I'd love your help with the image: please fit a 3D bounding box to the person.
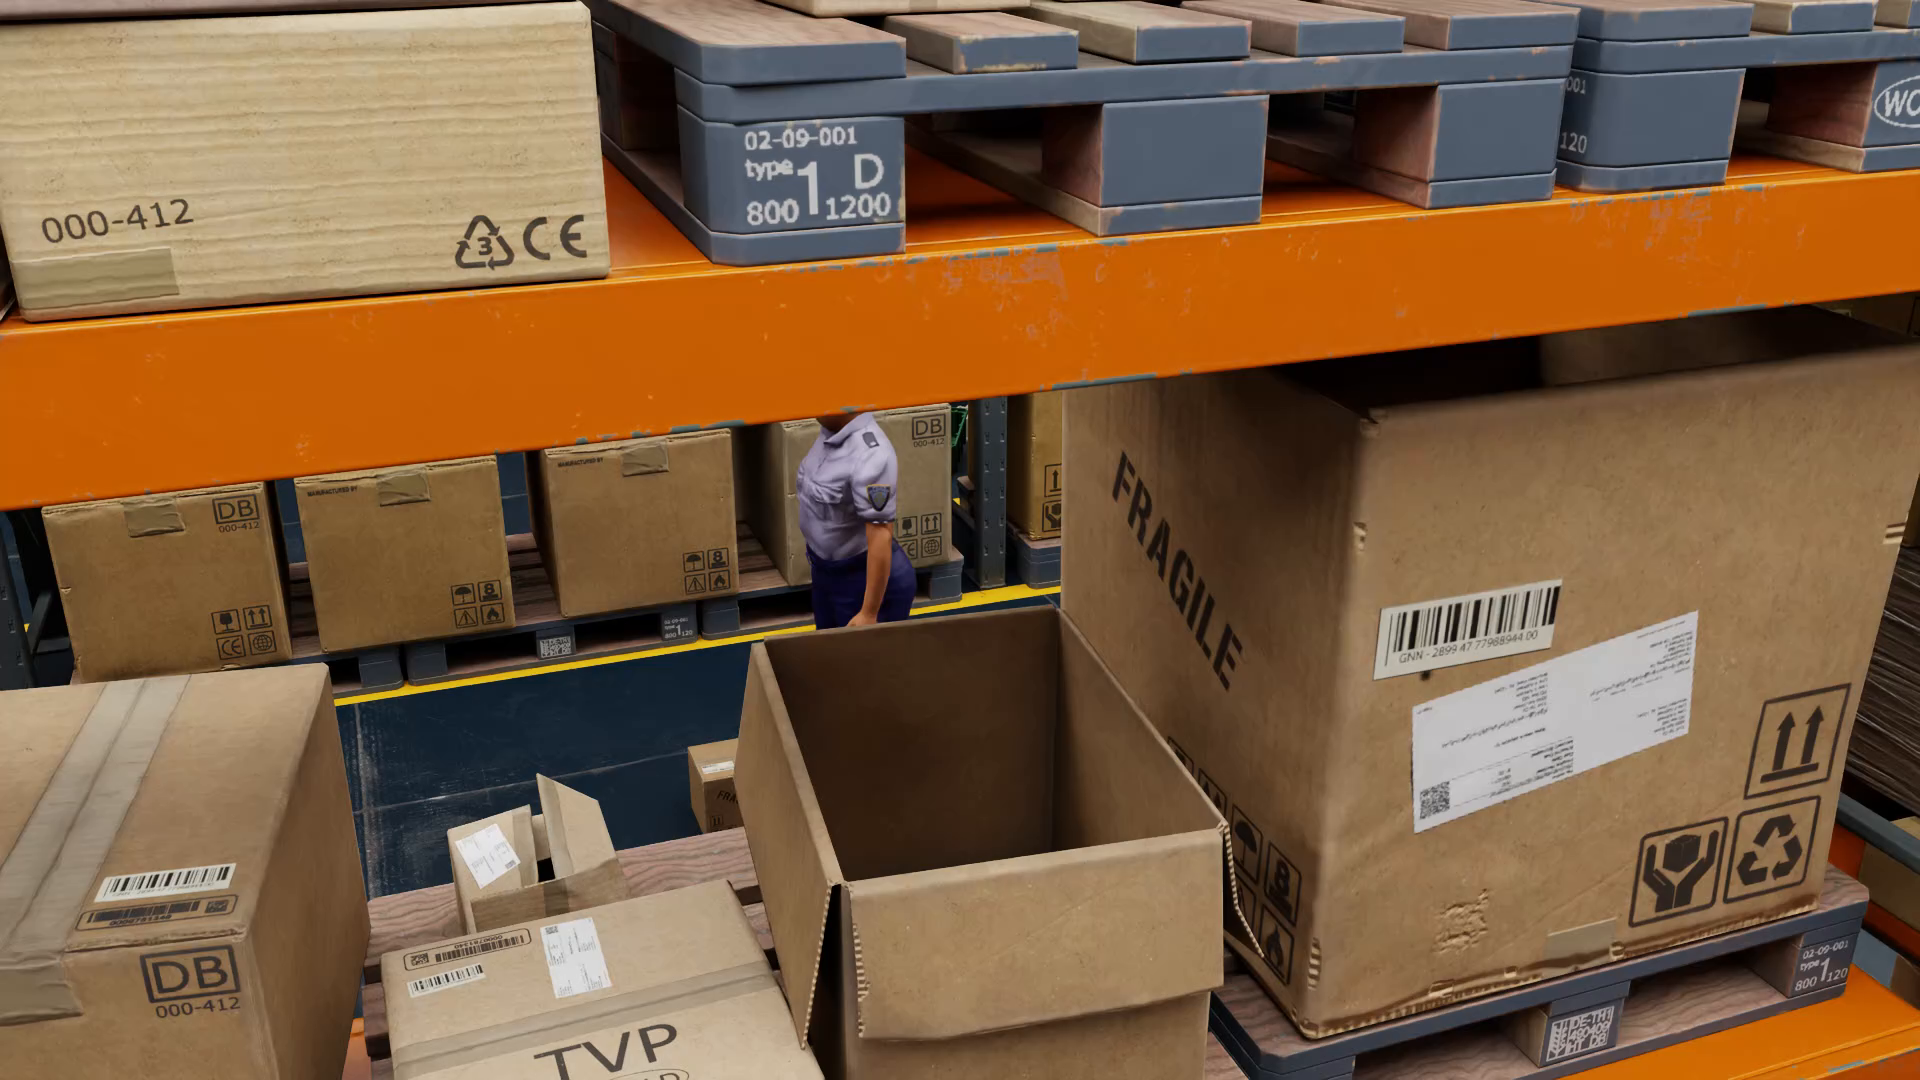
[{"bbox_3d":[-0.347,0.174,5.700,0.360,1.666,0.568,-11,25,-24],"label":"person"}]
